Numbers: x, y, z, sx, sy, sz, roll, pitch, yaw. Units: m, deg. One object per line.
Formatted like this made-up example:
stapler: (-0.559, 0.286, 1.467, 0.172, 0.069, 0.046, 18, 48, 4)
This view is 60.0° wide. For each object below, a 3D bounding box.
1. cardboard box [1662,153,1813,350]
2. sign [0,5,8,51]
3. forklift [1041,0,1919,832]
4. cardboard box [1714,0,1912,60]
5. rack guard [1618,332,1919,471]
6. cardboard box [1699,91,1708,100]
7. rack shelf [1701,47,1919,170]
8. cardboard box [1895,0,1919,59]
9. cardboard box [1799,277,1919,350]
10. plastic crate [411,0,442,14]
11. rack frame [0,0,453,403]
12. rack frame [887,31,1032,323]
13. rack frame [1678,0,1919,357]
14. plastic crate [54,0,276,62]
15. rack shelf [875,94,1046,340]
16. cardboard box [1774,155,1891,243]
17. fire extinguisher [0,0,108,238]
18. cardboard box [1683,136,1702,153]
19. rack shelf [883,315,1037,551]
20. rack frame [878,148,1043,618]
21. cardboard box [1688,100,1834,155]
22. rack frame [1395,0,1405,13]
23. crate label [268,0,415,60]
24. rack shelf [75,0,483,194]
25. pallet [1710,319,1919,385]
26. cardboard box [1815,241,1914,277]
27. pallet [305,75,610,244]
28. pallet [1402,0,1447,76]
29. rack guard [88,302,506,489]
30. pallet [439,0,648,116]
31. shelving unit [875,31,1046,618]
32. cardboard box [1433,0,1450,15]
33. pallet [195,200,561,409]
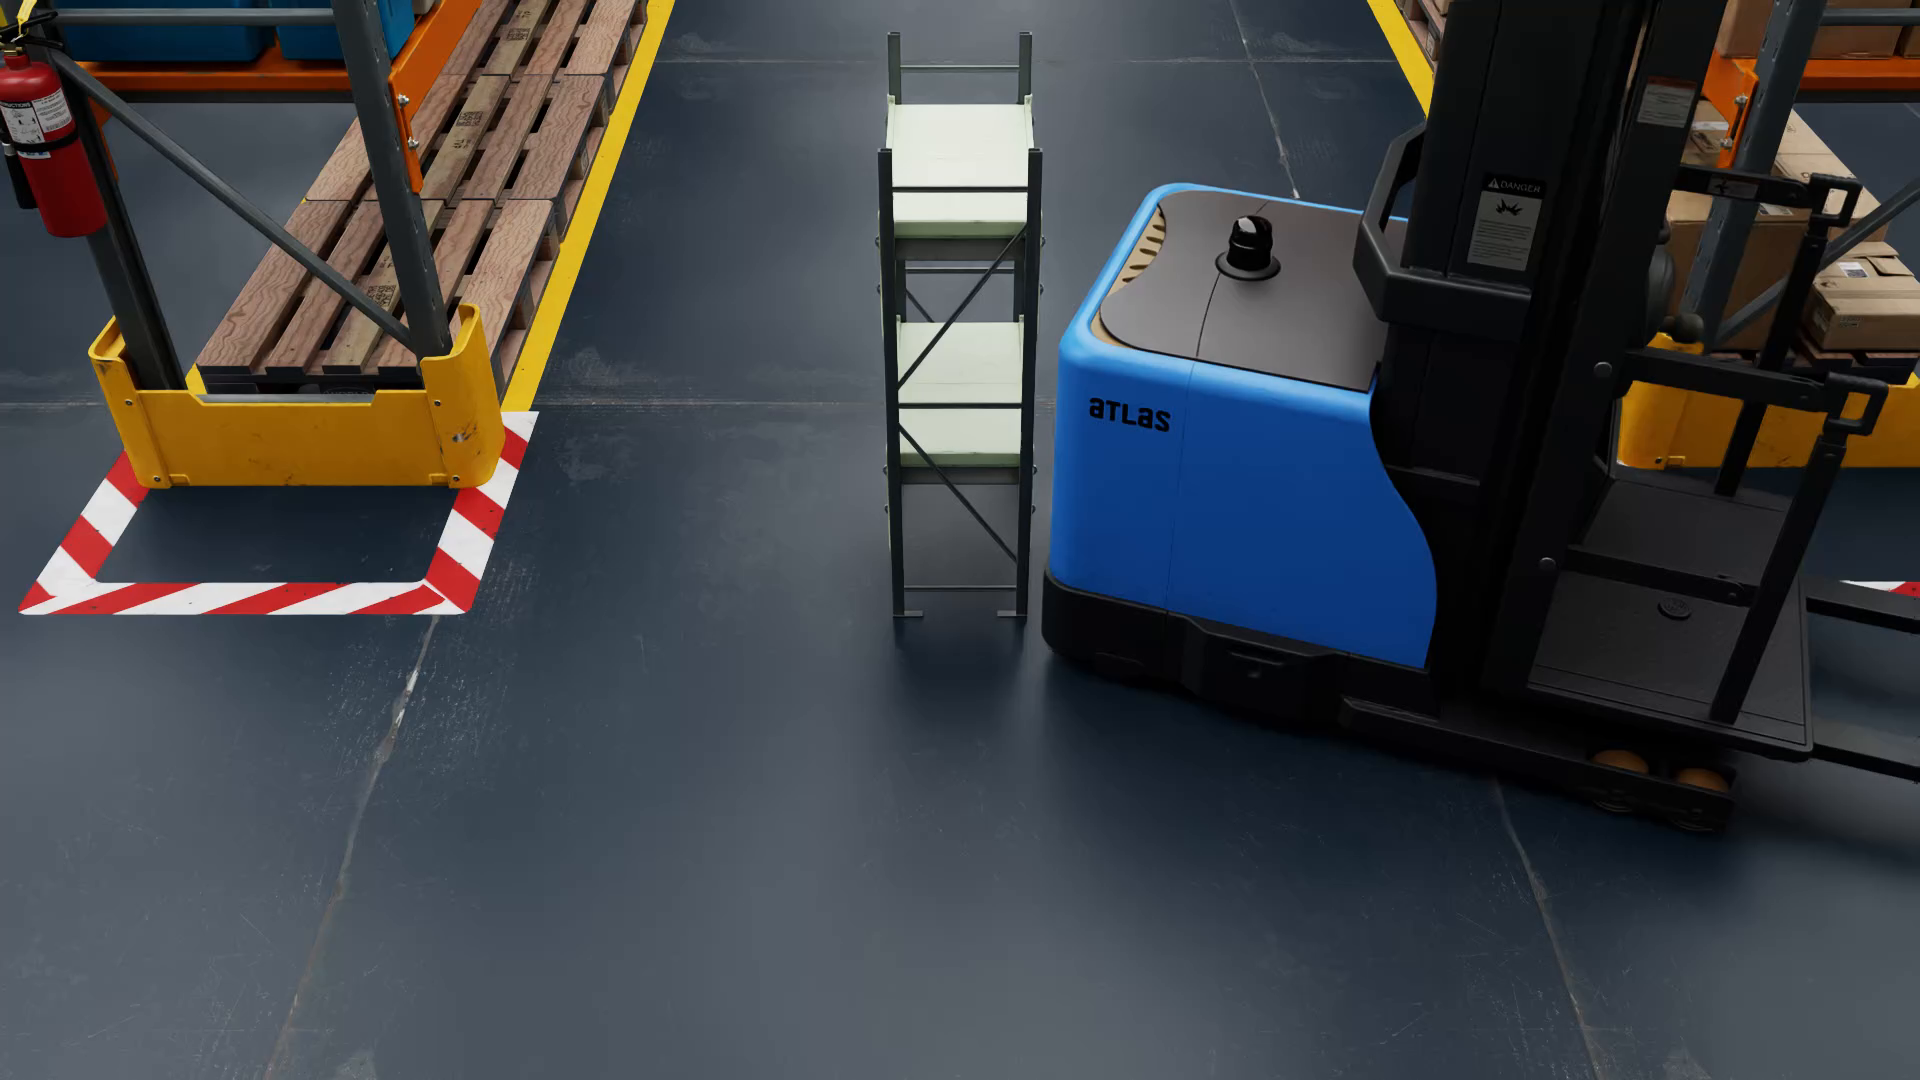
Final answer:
cardboard box: (2.557, -1.000, 5.746, 0.500, 0.500, 0.500, 0, 39, 0)
sign: (-2.699, -1.515, 4.612, 0.100, 0.325, 0.005, 0, 39, 0)
forklift: (1.808, -0.767, 3.863, 3.031, 2.935, 1.130, 13, 40, 15)
cardboard box: (2.531, -1.782, 4.996, 0.500, 0.500, 0.500, 1, 39, 1)
rack guard: (2.804, -0.536, 5.519, 1.175, 0.500, 0.348, 0, 39, 0)
cardboard box: (2.807, -1.988, 6.976, 0.797, 0.503, 0.637, 0, 39, 0)
rack shelf: (2.802, -2.434, 6.463, 1.077, 0.370, 4.000, 0, 39, 0)
cardboard box: (3.067, -1.780, 4.993, 0.500, 0.500, 0.500, 1, 39, 1)
cardboard box: (3.147, -0.785, 5.759, 0.380, 0.149, 0.250, 0, 39, 0)
plastic crate: (-1.738, -1.738, 5.183, 0.250, 0.136, 0.298, 0, 39, 0)
rack frame: (-2.149, -1.462, 4.676, 1.000, 3.000, 0.127, 0, 39, 0)
rack frame: (0.000, -0.818, 5.072, 0.400, 1.500, 0.023, 0, 39, 0)
rack frame: (2.804, -1.464, 4.678, 1.000, 3.000, 0.127, 0, 39, 0)
plastic crate: (-2.336, -1.709, 4.907, 0.616, 0.435, 0.499, 0, 39, 0)
rack shelf: (0.000, -0.894, 4.542, 0.431, 0.370, 0.720, 0, 39, 0)
cardboard box: (3.087, -1.215, 6.215, 0.500, 0.250, 0.500, 0, 39, 0)
fire extinguisher: (-2.603, -1.192, 4.699, 0.296, 0.674, 0.183, 0, 39, 0)
cardboard box: (2.586, -1.496, 6.565, 0.500, 0.250, 0.500, 0, 39, 0)
rack shelf: (0.000, -0.335, 4.990, 0.431, 0.370, 0.720, 0, 39, 0)
rack frame: (0.000, -0.361, 4.501, 0.400, 1.500, 0.023, 0, 39, 0)
cardboard box: (3.086, -1.528, 6.605, 0.500, 0.250, 0.500, 0, 39, 0)
rack frame: (2.800, -3.965, 7.799, 1.000, 3.000, 0.127, 0, 39, 0)
crate label: (-1.820, -1.575, 4.903, 0.416, 0.233, 0.303, 0, 39, 0)
rack shelf: (-2.152, -2.432, 6.462, 1.077, 0.370, 4.000, 0, 39, 0)
pallet: (2.802, -0.921, 6.231, 1.003, 0.211, 1.213, 0, 39, 0)
cardboard box: (3.147, -0.948, 5.948, 0.380, 0.166, 0.250, 0, 39, 0)
pallet: (-2.110, -1.651, 7.141, 1.003, 0.211, 1.213, 0, 39, 0)
pallet: (2.799, -2.447, 8.135, 1.003, 0.211, 1.213, 0, 39, 0)
rack guard: (-2.136, -0.472, 5.439, 1.175, 0.500, 0.348, 0, 39, 0)
pallet: (-2.114, -2.416, 8.096, 1.003, 0.211, 1.213, 0, 39, 0)
shelving unit: (0.000, -0.589, 4.786, 0.431, 1.500, 0.755, 0, 39, 0)
cardboard box: (2.584, -2.825, 8.175, 0.500, 0.311, 0.500, 0, 39, 0)
pallet: (-2.111, -0.890, 6.192, 1.003, 0.211, 1.213, 0, 39, 0)
